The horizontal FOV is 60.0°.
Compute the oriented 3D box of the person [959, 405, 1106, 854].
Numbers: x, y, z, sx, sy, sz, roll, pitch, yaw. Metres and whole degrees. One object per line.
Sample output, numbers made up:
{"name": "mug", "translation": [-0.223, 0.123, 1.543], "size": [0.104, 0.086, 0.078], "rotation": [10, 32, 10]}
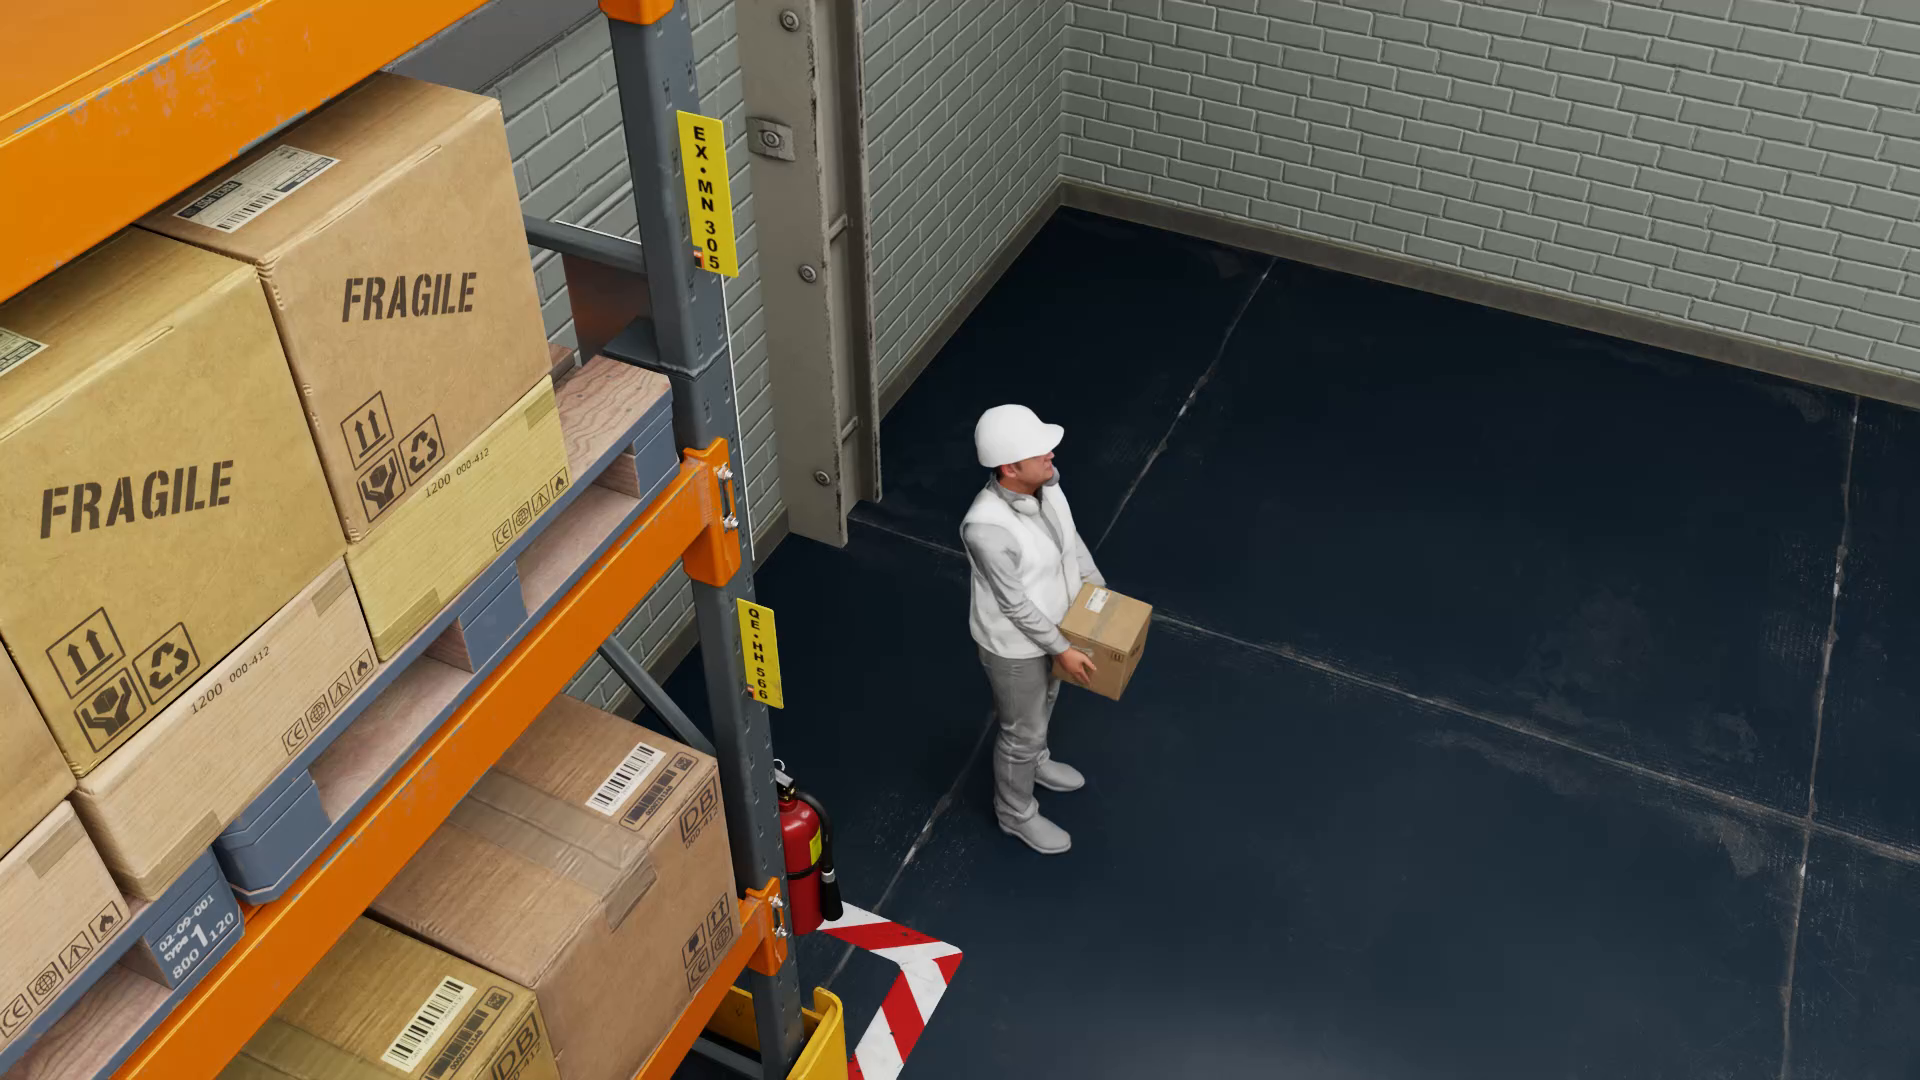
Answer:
{"name": "person", "translation": [0.283, 0.303, 5.796], "size": [0.520, 1.776, 0.539], "rotation": [17, 44, 18]}
